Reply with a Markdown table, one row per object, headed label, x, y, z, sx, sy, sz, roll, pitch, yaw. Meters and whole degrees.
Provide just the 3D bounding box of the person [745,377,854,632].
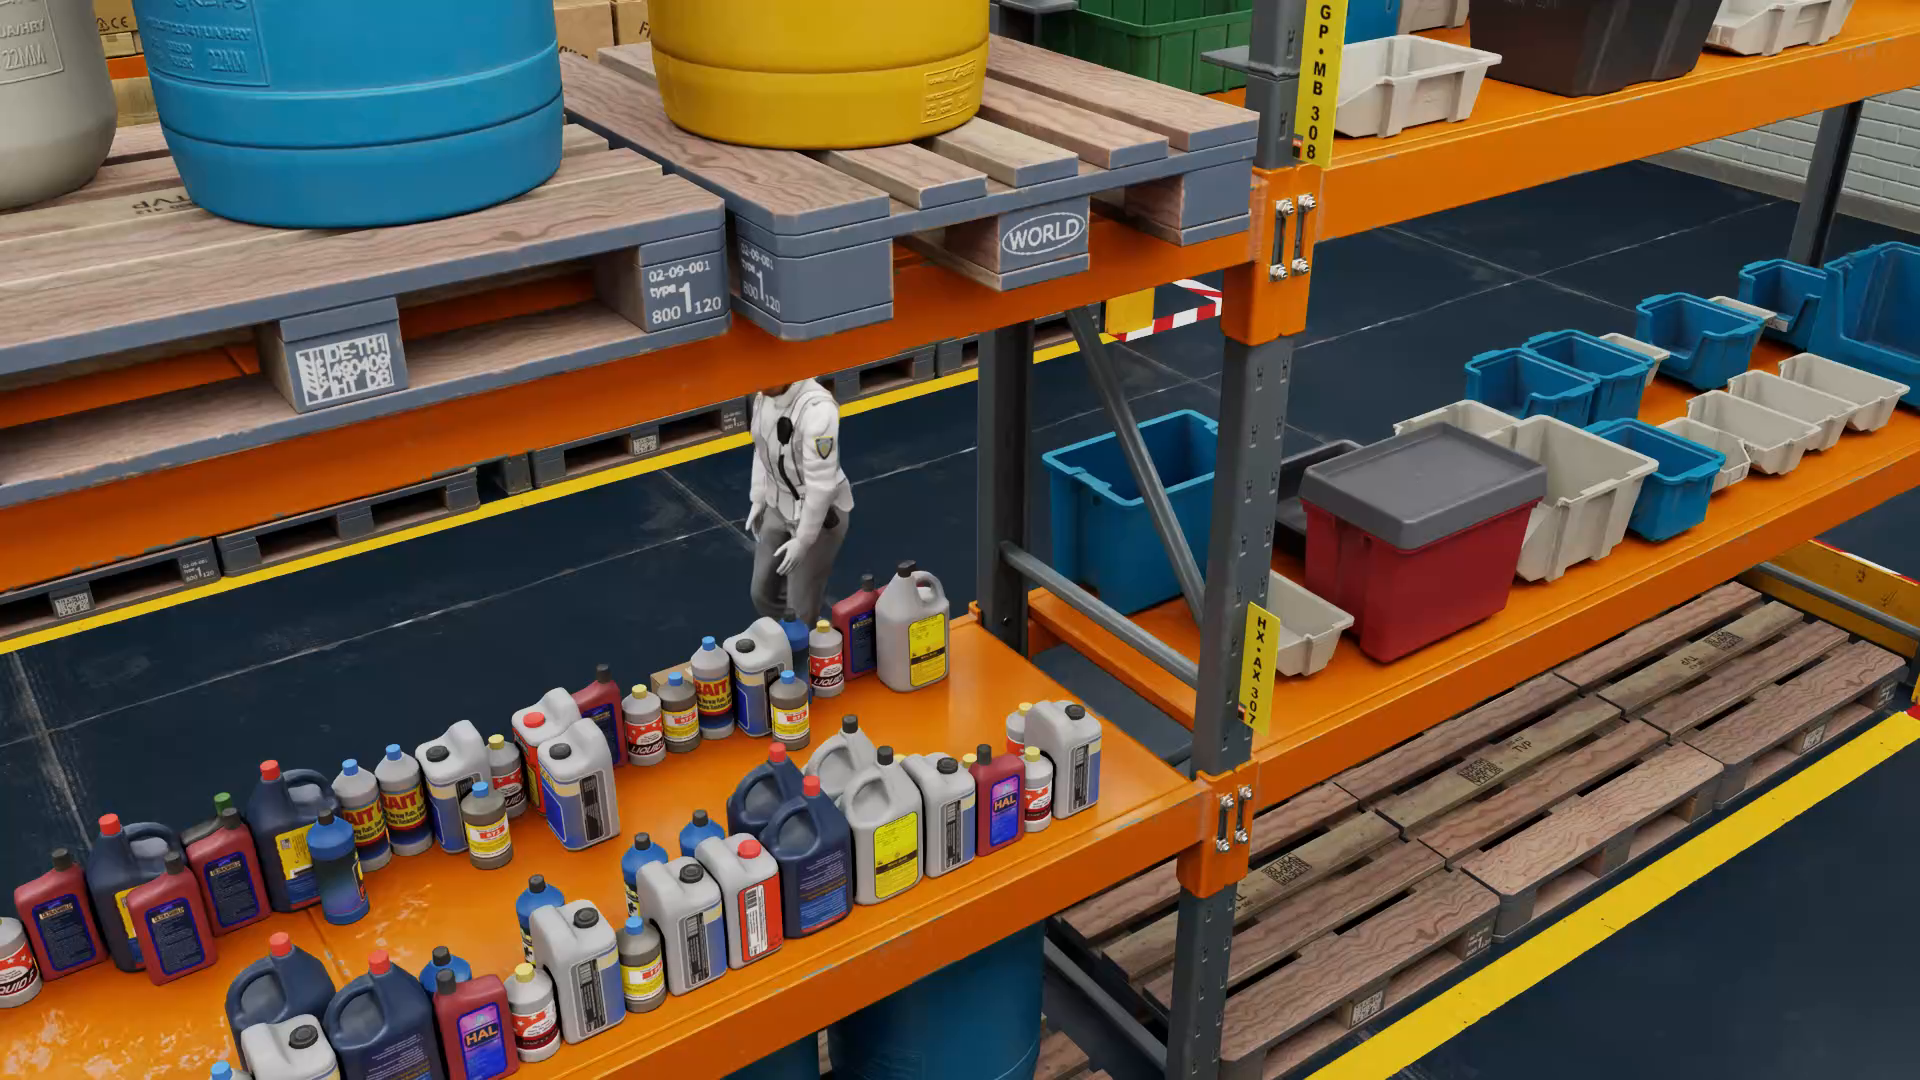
| label | x | y | z | sx | sy | sz | roll | pitch | yaw |
| --- | --- | --- | --- | --- | --- | --- | --- | --- | --- |
| person | -0.626 | -0.071 | 6.307 | 0.442 | 1.627 | 0.500 | -18 | 33 | -29 |
